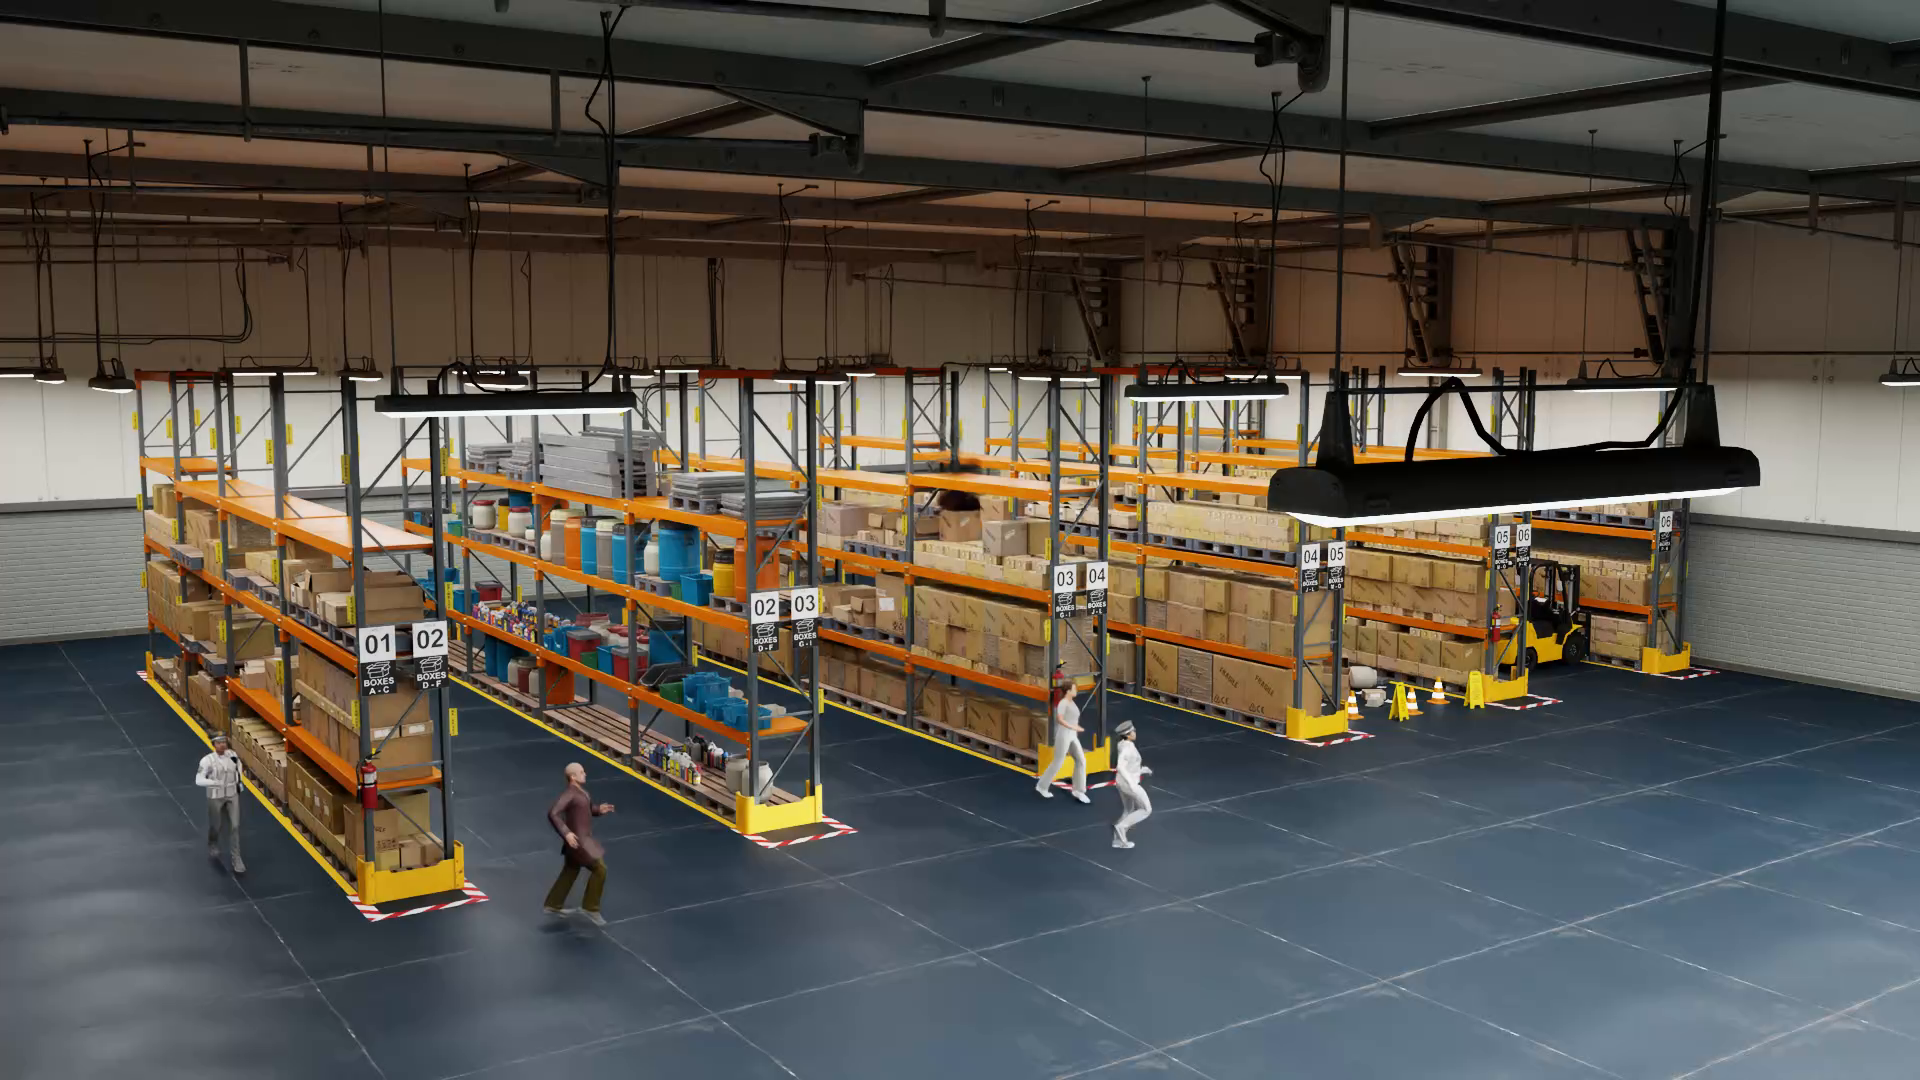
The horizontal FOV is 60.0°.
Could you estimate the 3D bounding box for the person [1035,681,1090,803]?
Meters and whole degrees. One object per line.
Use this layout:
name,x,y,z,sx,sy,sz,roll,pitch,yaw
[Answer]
person,1.530,2.836,23.633,0.804,1.693,0.625,3,7,25

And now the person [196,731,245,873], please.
person,-9.058,3.166,20.431,0.612,1.701,0.920,-5,8,-40

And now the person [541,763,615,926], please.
person,-4.240,3.385,18.428,0.833,1.832,0.668,-1,7,-13

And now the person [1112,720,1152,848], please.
person,2.200,3.113,21.215,0.550,1.649,0.600,-1,7,-11
